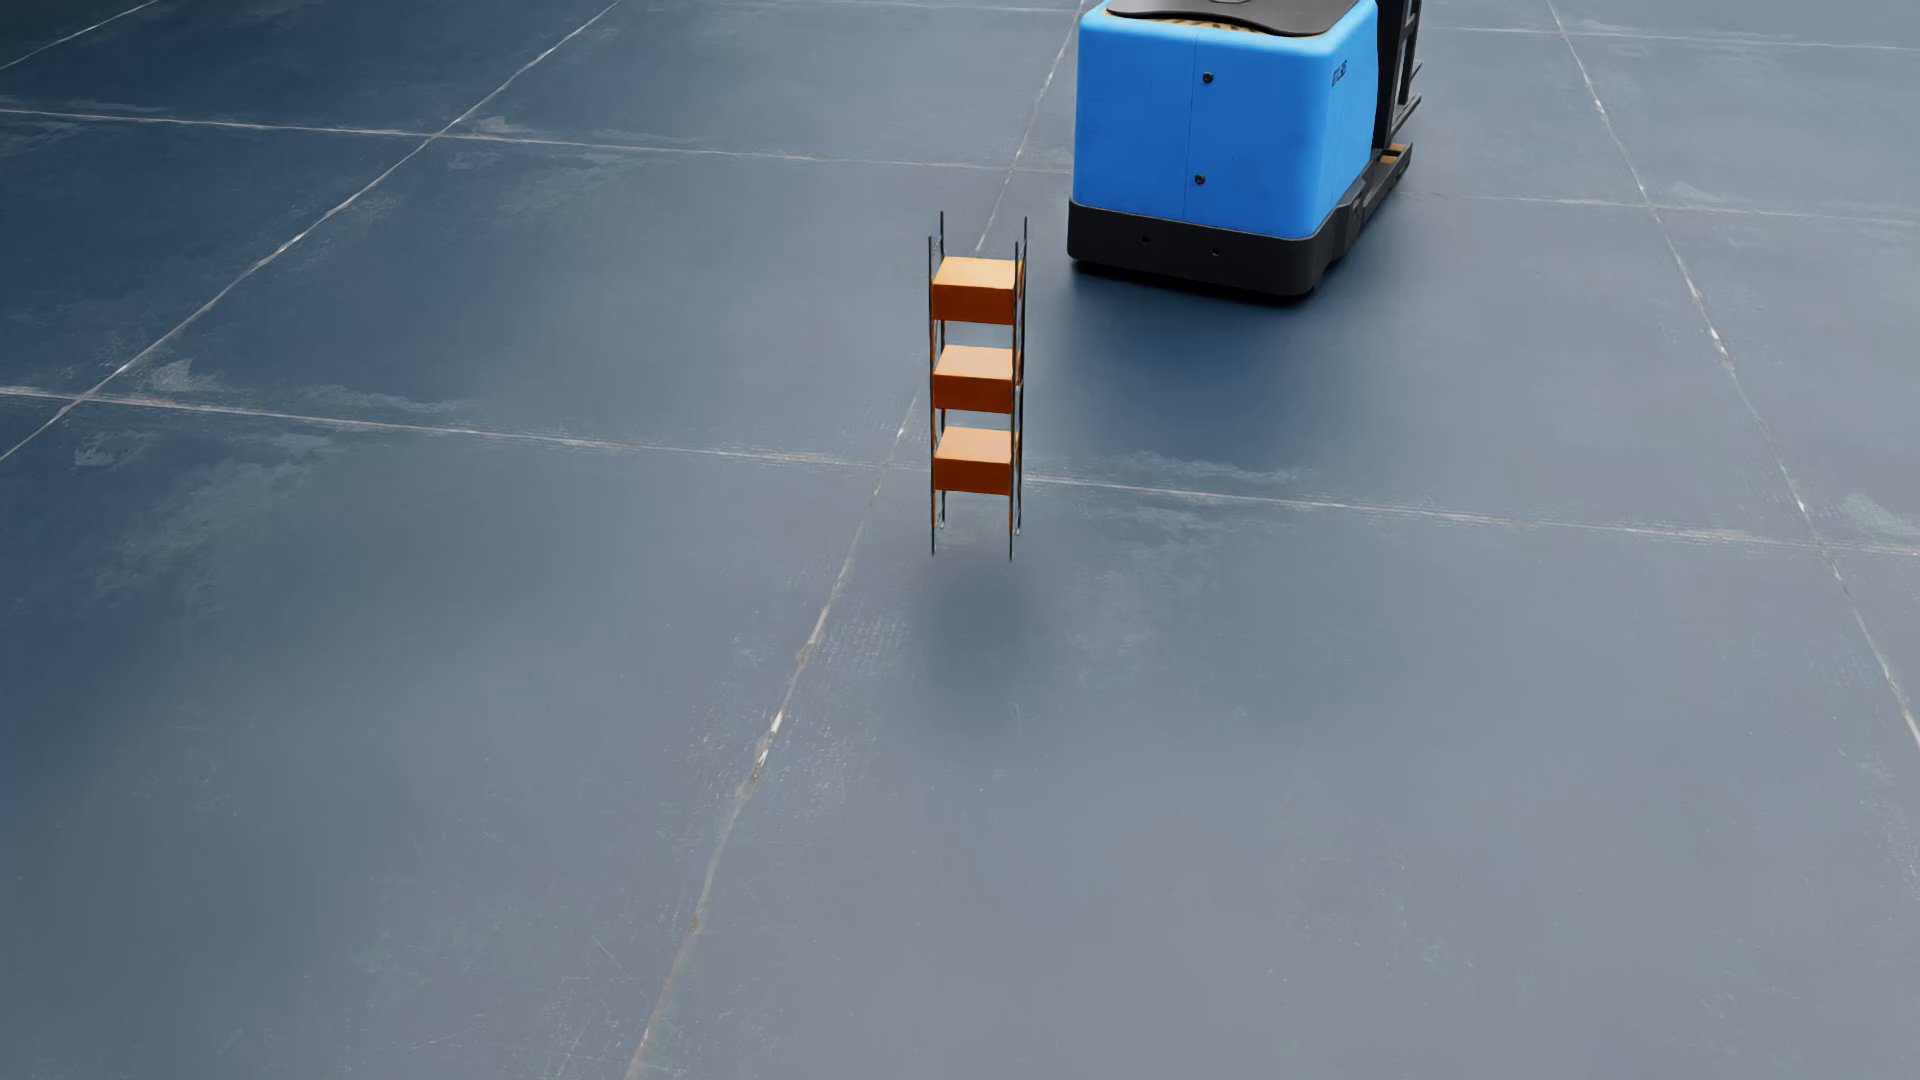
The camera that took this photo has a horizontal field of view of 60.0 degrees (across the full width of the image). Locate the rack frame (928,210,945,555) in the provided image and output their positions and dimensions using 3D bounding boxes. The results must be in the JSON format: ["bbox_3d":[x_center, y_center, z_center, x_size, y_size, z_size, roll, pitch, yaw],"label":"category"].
[{"bbox_3d":[-0.068,-0.451,4.981,0.008,1.050,0.200,5,32,8],"label":"rack frame"}]

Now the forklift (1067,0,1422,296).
[{"bbox_3d":[1.537,-2.988,7.261,1.130,2.935,3.031,14,35,21],"label":"forklift"}]

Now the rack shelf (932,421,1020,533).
[{"bbox_3d":[0.053,-0.196,5.117,0.240,0.259,0.215,5,32,8],"label":"rack shelf"}]

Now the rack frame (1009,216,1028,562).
[{"bbox_3d":[0.173,-0.429,4.946,0.008,1.050,0.200,5,32,8],"label":"rack frame"}]

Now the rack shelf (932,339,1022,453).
[{"bbox_3d":[0.053,-0.431,4.969,0.240,0.259,0.215,5,32,8],"label":"rack shelf"}]

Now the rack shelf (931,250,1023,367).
[{"bbox_3d":[0.053,-0.672,4.819,0.240,0.259,0.215,5,32,8],"label":"rack shelf"}]

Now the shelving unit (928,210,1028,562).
[{"bbox_3d":[0.053,-0.440,4.964,0.252,1.050,0.215,5,32,8],"label":"shelving unit"}]
